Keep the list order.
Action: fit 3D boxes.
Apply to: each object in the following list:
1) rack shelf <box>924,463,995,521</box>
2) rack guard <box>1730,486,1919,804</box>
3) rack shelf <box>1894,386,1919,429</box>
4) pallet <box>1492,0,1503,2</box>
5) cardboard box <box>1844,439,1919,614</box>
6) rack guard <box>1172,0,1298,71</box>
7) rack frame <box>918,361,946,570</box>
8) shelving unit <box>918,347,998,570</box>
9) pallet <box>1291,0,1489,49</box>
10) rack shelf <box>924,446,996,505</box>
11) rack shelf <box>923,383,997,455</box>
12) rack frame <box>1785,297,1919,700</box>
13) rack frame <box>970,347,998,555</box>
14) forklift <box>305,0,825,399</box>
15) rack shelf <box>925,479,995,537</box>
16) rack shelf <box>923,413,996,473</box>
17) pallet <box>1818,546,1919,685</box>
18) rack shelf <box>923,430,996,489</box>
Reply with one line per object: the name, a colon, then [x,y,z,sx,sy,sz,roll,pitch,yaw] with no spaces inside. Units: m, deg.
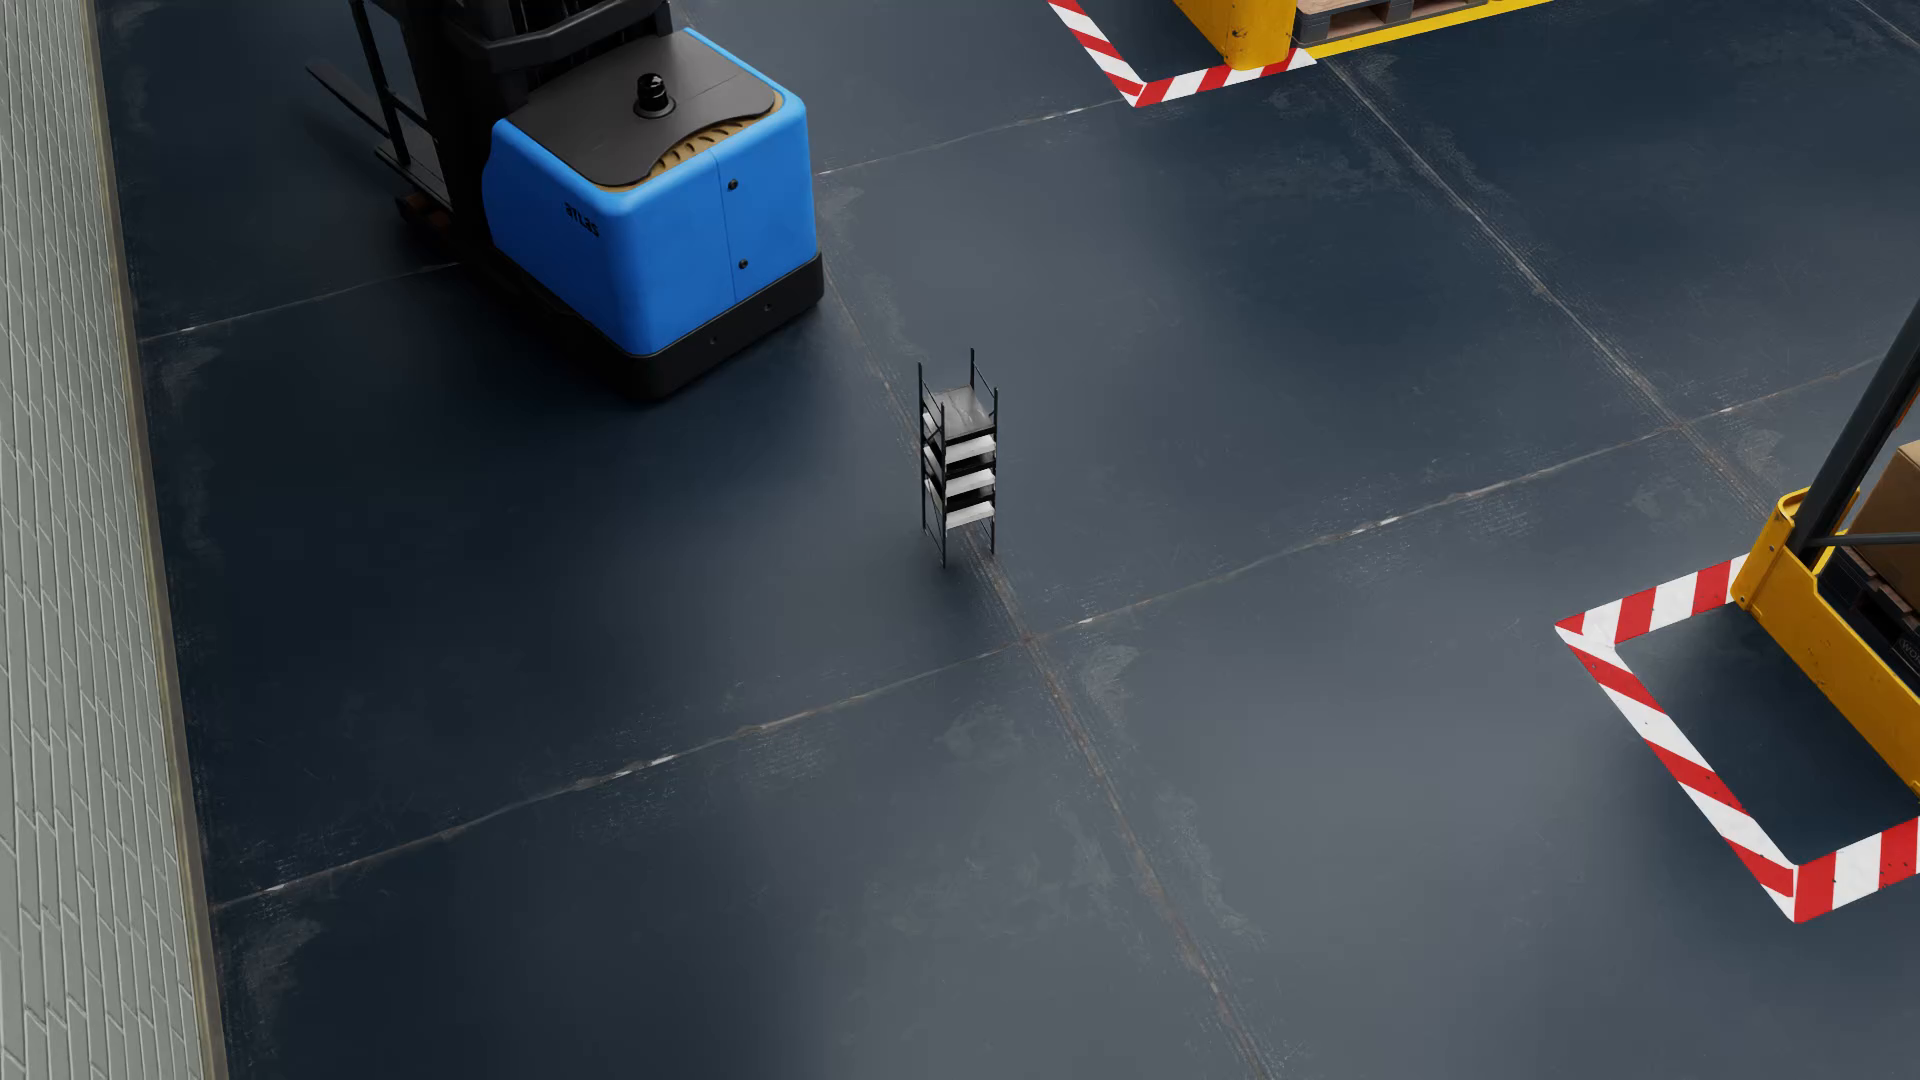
rack shelf: [-0.008,-0.211,6.341,0.200,0.077,0.258,-17,52,-14]
rack guard: [3.331,0.382,5.933,0.348,0.500,1.175,-17,52,-14]
rack shelf: [5.112,-0.750,5.732,4.000,0.370,1.077,-17,52,-14]
pallet: [3.297,-3.539,9.491,1.213,0.211,1.003,-17,52,-14]
cardboard box: [3.671,-0.069,6.030,0.500,0.500,0.500,-17,52,-14]
rack guard: [1.374,-3.061,8.890,0.348,0.500,1.175,-17,52,-14]
rack frame: [-0.102,-0.262,6.222,0.006,0.900,0.240,-17,52,-14]
shelving unit: [-0.008,-0.291,6.247,0.210,0.900,0.258,-17,52,-14]
pallet: [2.169,-3.192,9.193,1.213,0.211,1.003,-17,52,-14]
rack shelf: [-0.008,-0.269,6.273,0.200,0.077,0.258,-17,52,-14]
rack shelf: [-0.008,-0.445,6.068,0.200,0.077,0.258,-17,52,-14]
rack frame: [3.261,-0.411,4.966,0.127,3.000,1.000,-17,52,-14]
rack frame: [0.087,-0.320,6.272,0.006,0.900,0.240,-17,52,-14]
forklift: [-1.997,-2.565,6.861,1.130,2.935,3.031,-37,58,-27]
rack shelf: [-0.008,-0.152,6.409,0.200,0.077,0.258,-17,52,-14]
rack shelf: [-0.008,-0.386,6.136,0.200,0.077,0.258,-17,52,-14]
pallet: [4.069,0.246,6.240,1.213,0.211,1.003,-17,52,-14]
rack shelf: [-0.008,-0.328,6.204,0.200,0.077,0.258,-17,52,-14]
